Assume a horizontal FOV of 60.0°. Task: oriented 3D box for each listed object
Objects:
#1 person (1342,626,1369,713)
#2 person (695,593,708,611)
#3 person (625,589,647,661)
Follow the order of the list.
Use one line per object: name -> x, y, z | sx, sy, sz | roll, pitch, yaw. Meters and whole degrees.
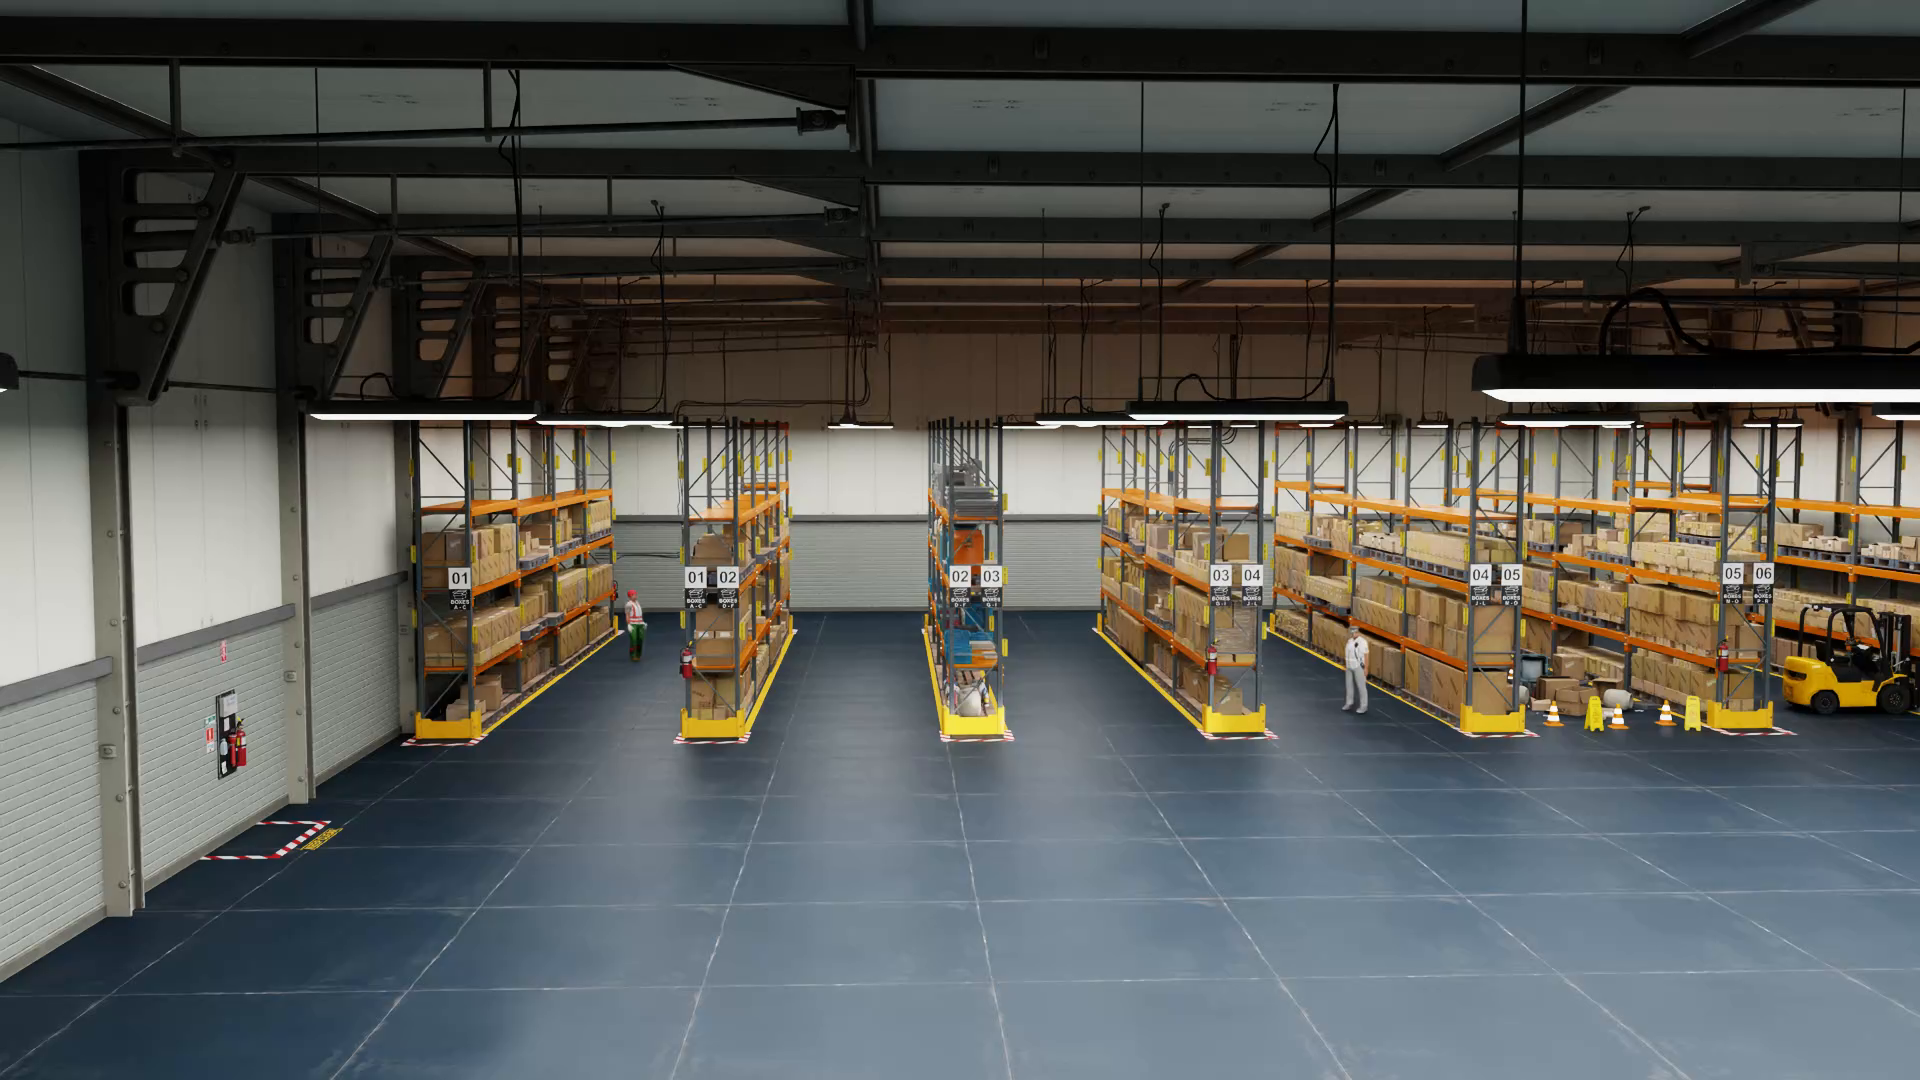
person -> 8.110, 2.628, 34.077 | 0.433, 1.747, 0.619 | -2, 4, -29
person -> -6.788, 2.013, 44.593 | 0.606, 1.596, 0.988 | 0, 4, -2
person -> -8.100, 2.154, 41.626 | 0.487, 1.833, 0.615 | 3, 5, 42
